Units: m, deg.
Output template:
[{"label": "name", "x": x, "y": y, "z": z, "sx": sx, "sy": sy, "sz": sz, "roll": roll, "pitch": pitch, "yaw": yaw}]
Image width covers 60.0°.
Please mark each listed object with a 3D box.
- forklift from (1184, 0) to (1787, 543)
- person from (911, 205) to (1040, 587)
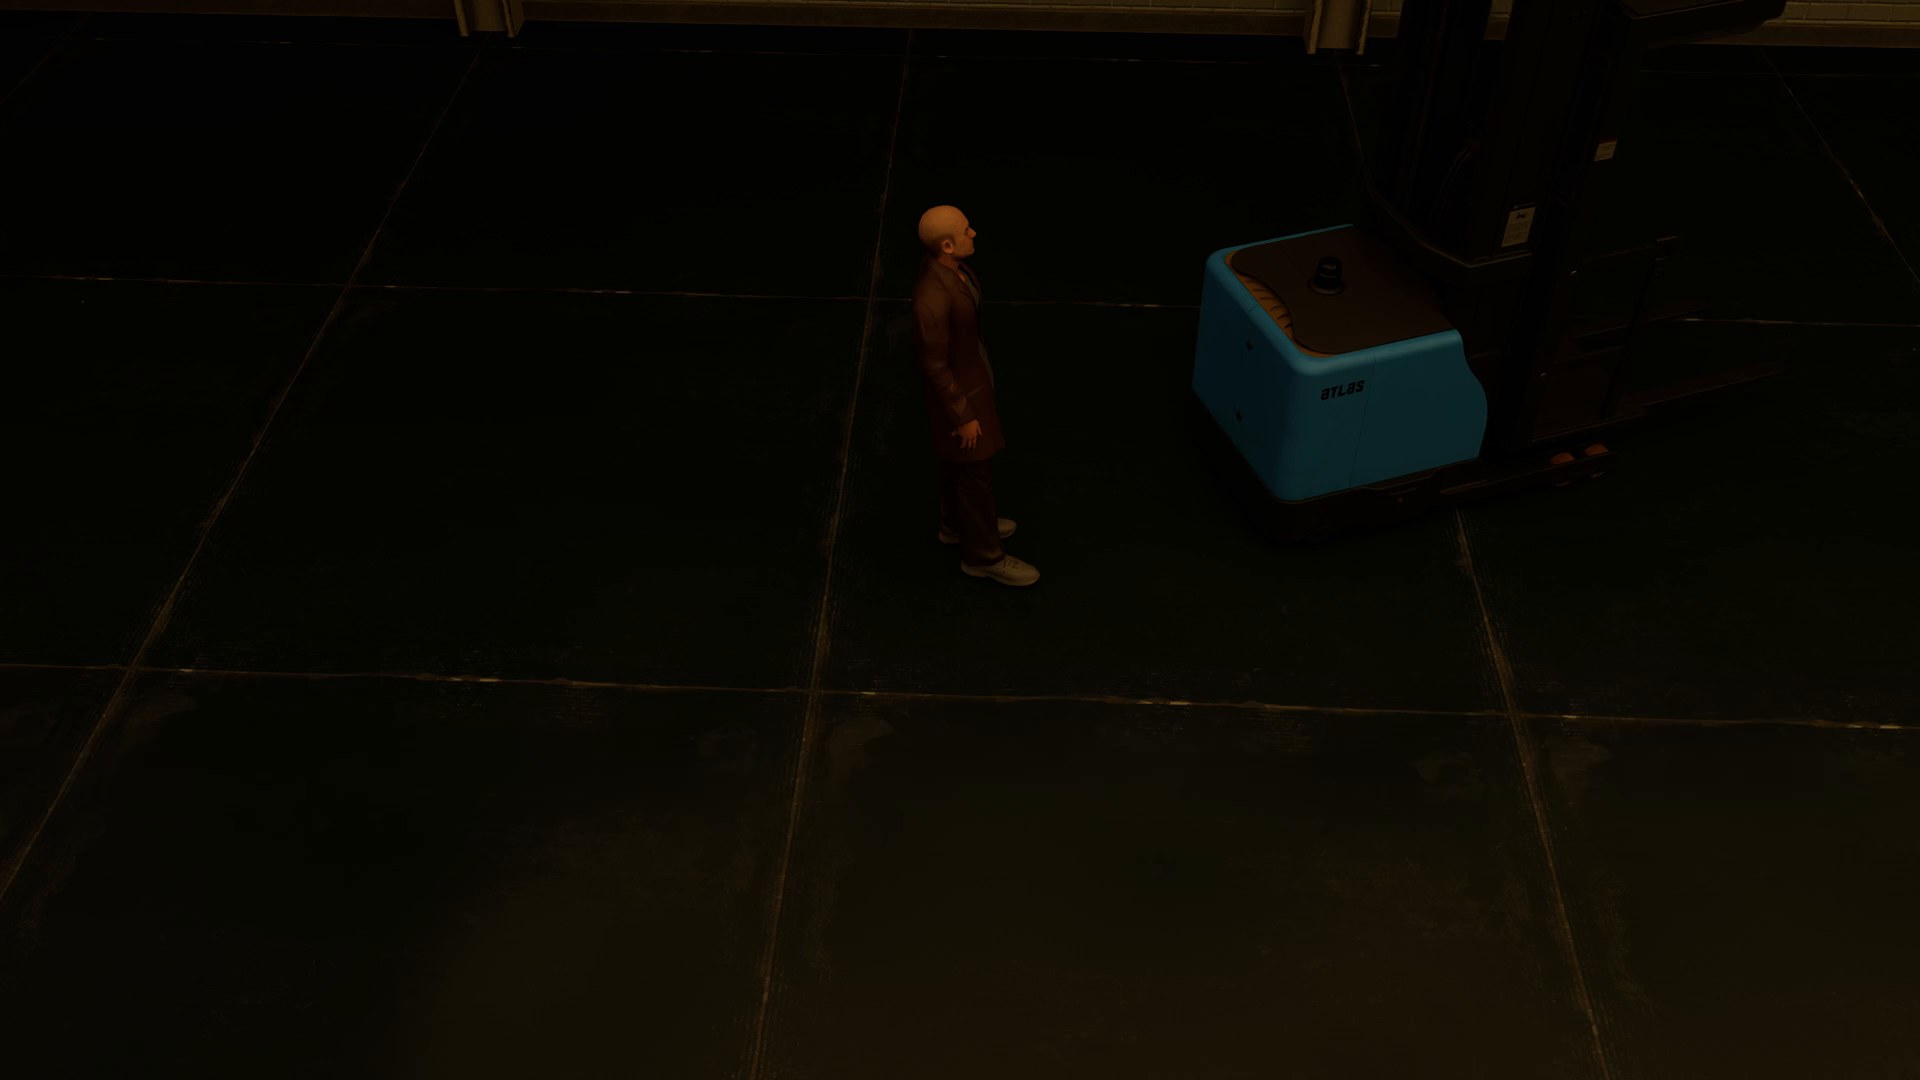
[{"label": "forklift", "x": 2.715, "y": -1.672, "z": 7.574, "sx": 3.031, "sy": 2.935, "sz": 1.130, "roll": -13, "pitch": 44, "yaw": -14}, {"label": "person", "x": 0.092, "y": -0.657, "z": 7.306, "sx": 0.579, "sy": 1.778, "sz": 0.696, "roll": 2, "pitch": 42, "yaw": 2}]
